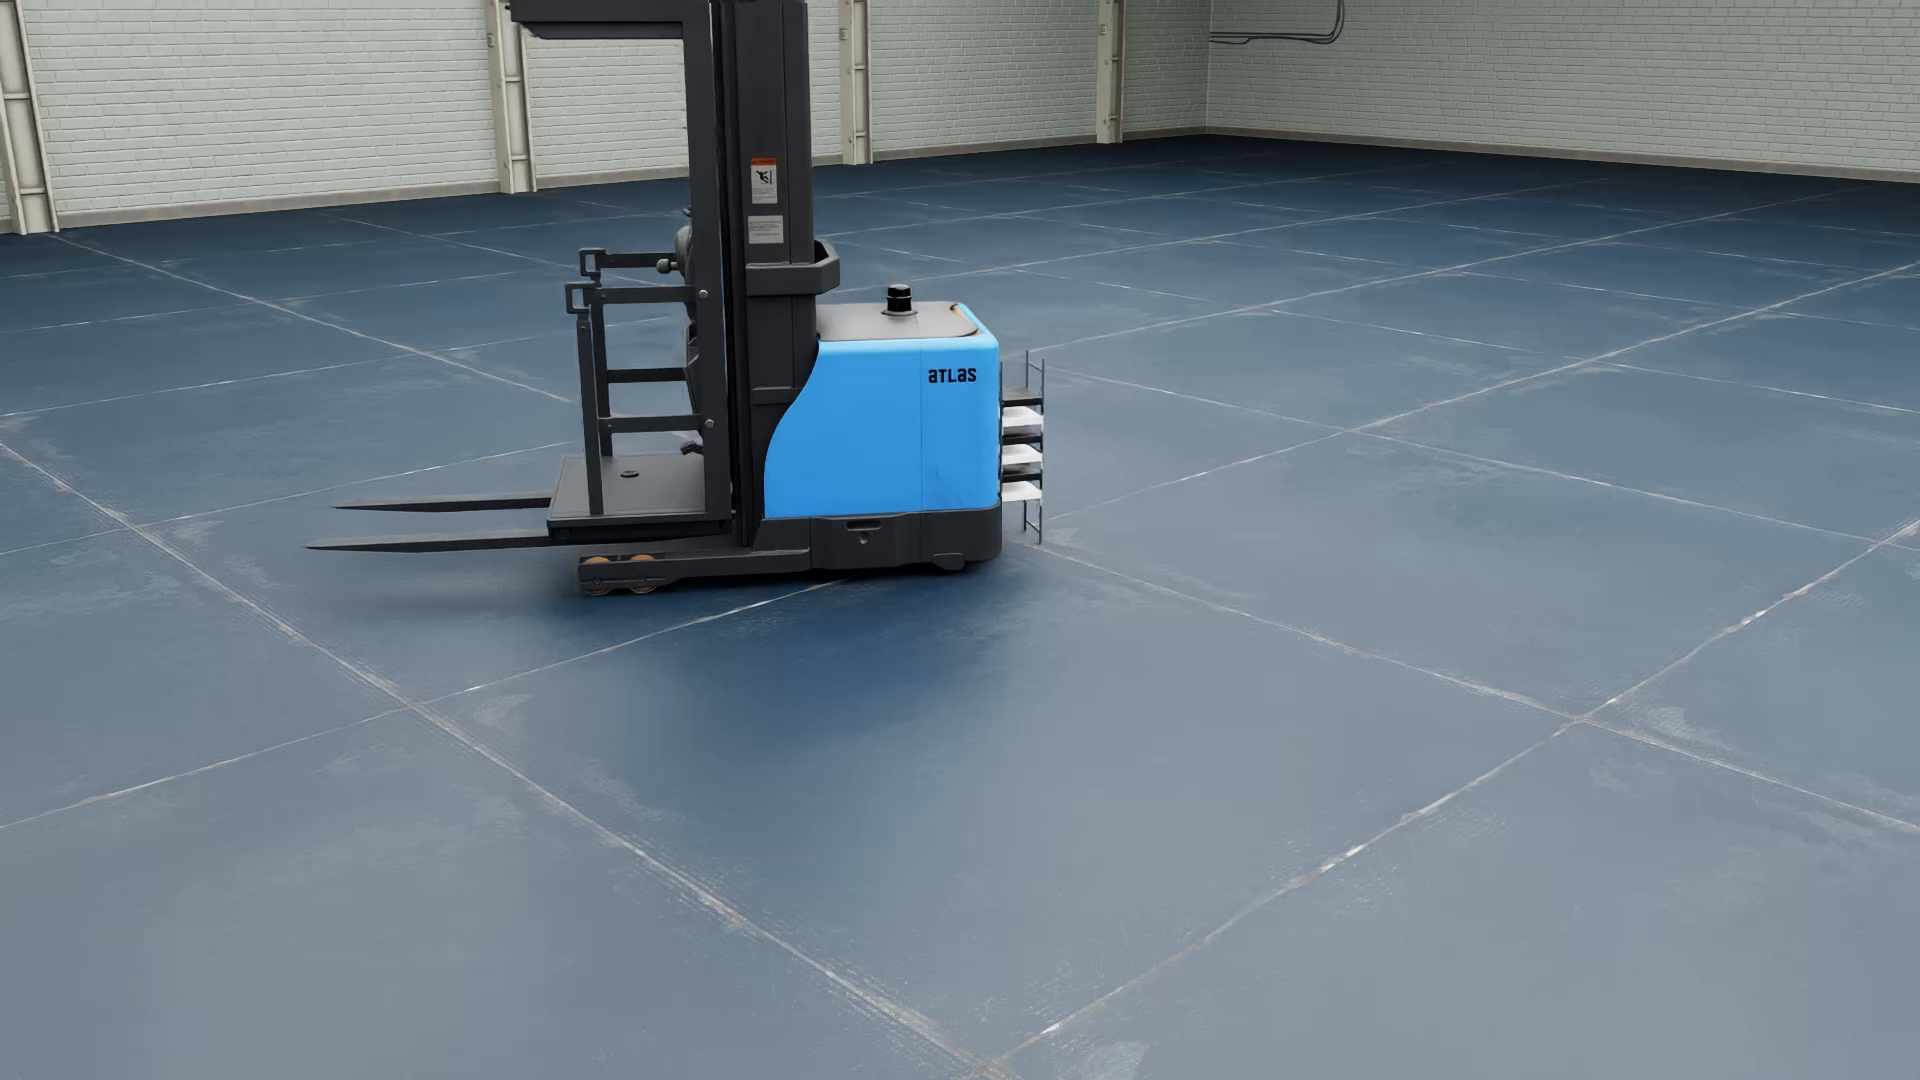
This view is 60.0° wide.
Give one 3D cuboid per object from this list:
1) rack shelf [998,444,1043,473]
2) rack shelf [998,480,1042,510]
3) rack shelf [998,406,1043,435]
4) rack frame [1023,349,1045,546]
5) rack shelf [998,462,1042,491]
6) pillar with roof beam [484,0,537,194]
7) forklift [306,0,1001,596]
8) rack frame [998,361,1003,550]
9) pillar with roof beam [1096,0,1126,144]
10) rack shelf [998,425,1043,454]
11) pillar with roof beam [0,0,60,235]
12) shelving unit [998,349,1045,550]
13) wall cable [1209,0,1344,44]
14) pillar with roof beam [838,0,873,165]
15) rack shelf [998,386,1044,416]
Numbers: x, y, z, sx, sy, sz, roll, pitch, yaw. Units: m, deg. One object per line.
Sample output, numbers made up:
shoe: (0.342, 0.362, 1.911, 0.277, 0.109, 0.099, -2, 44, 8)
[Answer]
rack shelf: (0.253, -0.394, 7.849, 0.200, 0.077, 0.258, -6, 19, -17)
rack shelf: (0.252, -0.223, 7.904, 0.200, 0.077, 0.258, -6, 19, -17)
rack shelf: (0.253, -0.565, 7.793, 0.200, 0.077, 0.258, -6, 19, -17)
rack frame: (0.349, -0.435, 7.868, 0.006, 0.900, 0.240, -6, 19, -17)
rack shelf: (0.252, -0.308, 7.876, 0.200, 0.077, 0.258, -6, 19, -17)
pillar with roof beam: (-3.037, -8.044, 18.203, 0.400, 9.000, 9.100, -16, 24, -41)
forklift: (-1.380, -1.327, 7.324, 3.031, 2.935, 1.130, -3, 18, -9)
rack frame: (0.156, -0.416, 7.809, 0.006, 0.900, 0.240, -6, 19, -17)
pillar with roof beam: (5.683, -10.586, 26.046, 0.400, 9.000, 9.100, -16, 24, -41)
rack shelf: (0.253, -0.480, 7.821, 0.200, 0.077, 0.258, -6, 19, -17)
pillar with roof beam: (-7.396, -6.772, 14.282, 0.400, 9.000, 9.100, -16, 24, -41)
shelving unit: (0.253, -0.426, 7.838, 0.210, 0.900, 0.258, -6, 19, -17)
wall cable: (5.774, -10.402, 30.511, 0.112, 2.526, 3.097, -16, 24, -41)
pillar with roof beam: (1.323, -9.315, 22.124, 0.400, 9.000, 9.100, -16, 24, -41)
rack shelf: (0.253, -0.651, 7.765, 0.200, 0.077, 0.258, -6, 19, -17)
